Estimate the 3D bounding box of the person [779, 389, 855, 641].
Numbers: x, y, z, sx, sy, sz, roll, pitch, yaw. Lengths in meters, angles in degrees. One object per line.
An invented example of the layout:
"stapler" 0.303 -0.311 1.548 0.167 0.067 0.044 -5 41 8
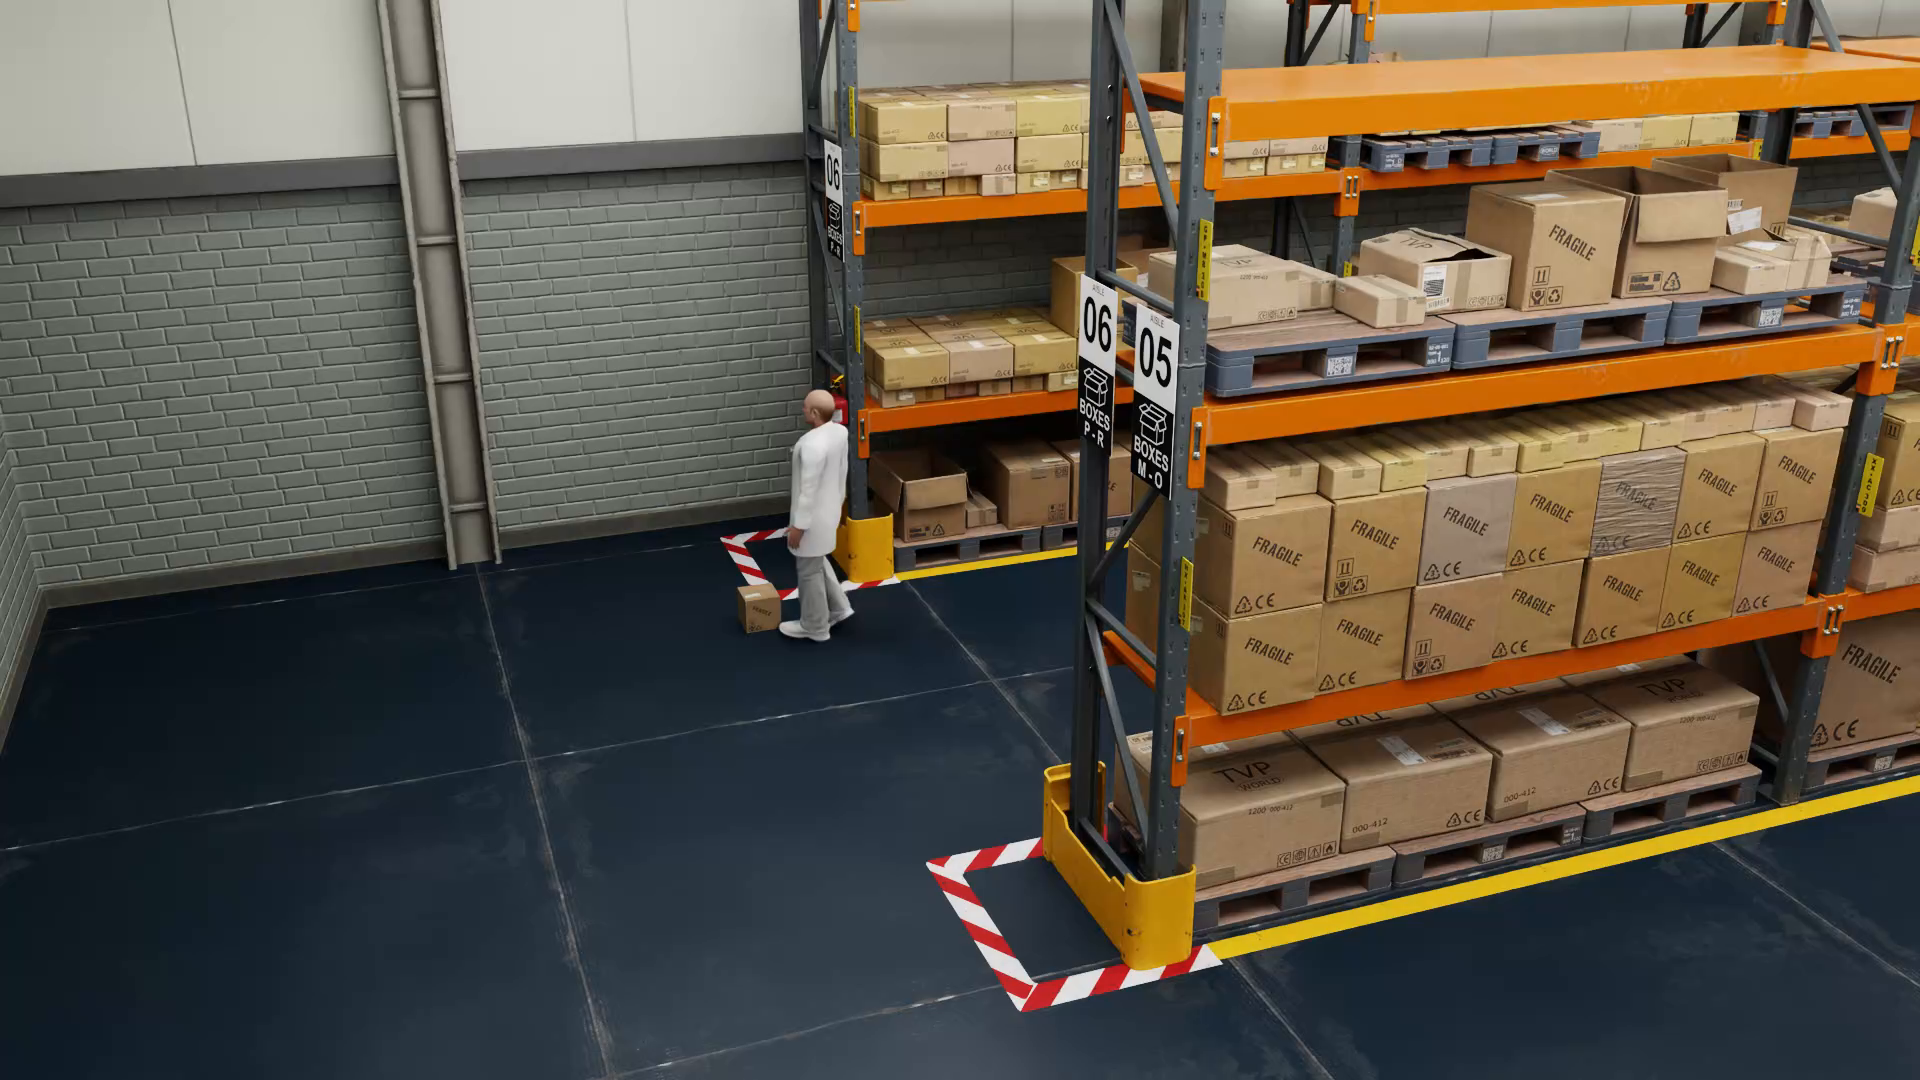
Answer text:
"person" -1.011 -0.144 11.262 0.483 1.830 0.617 7 23 18
